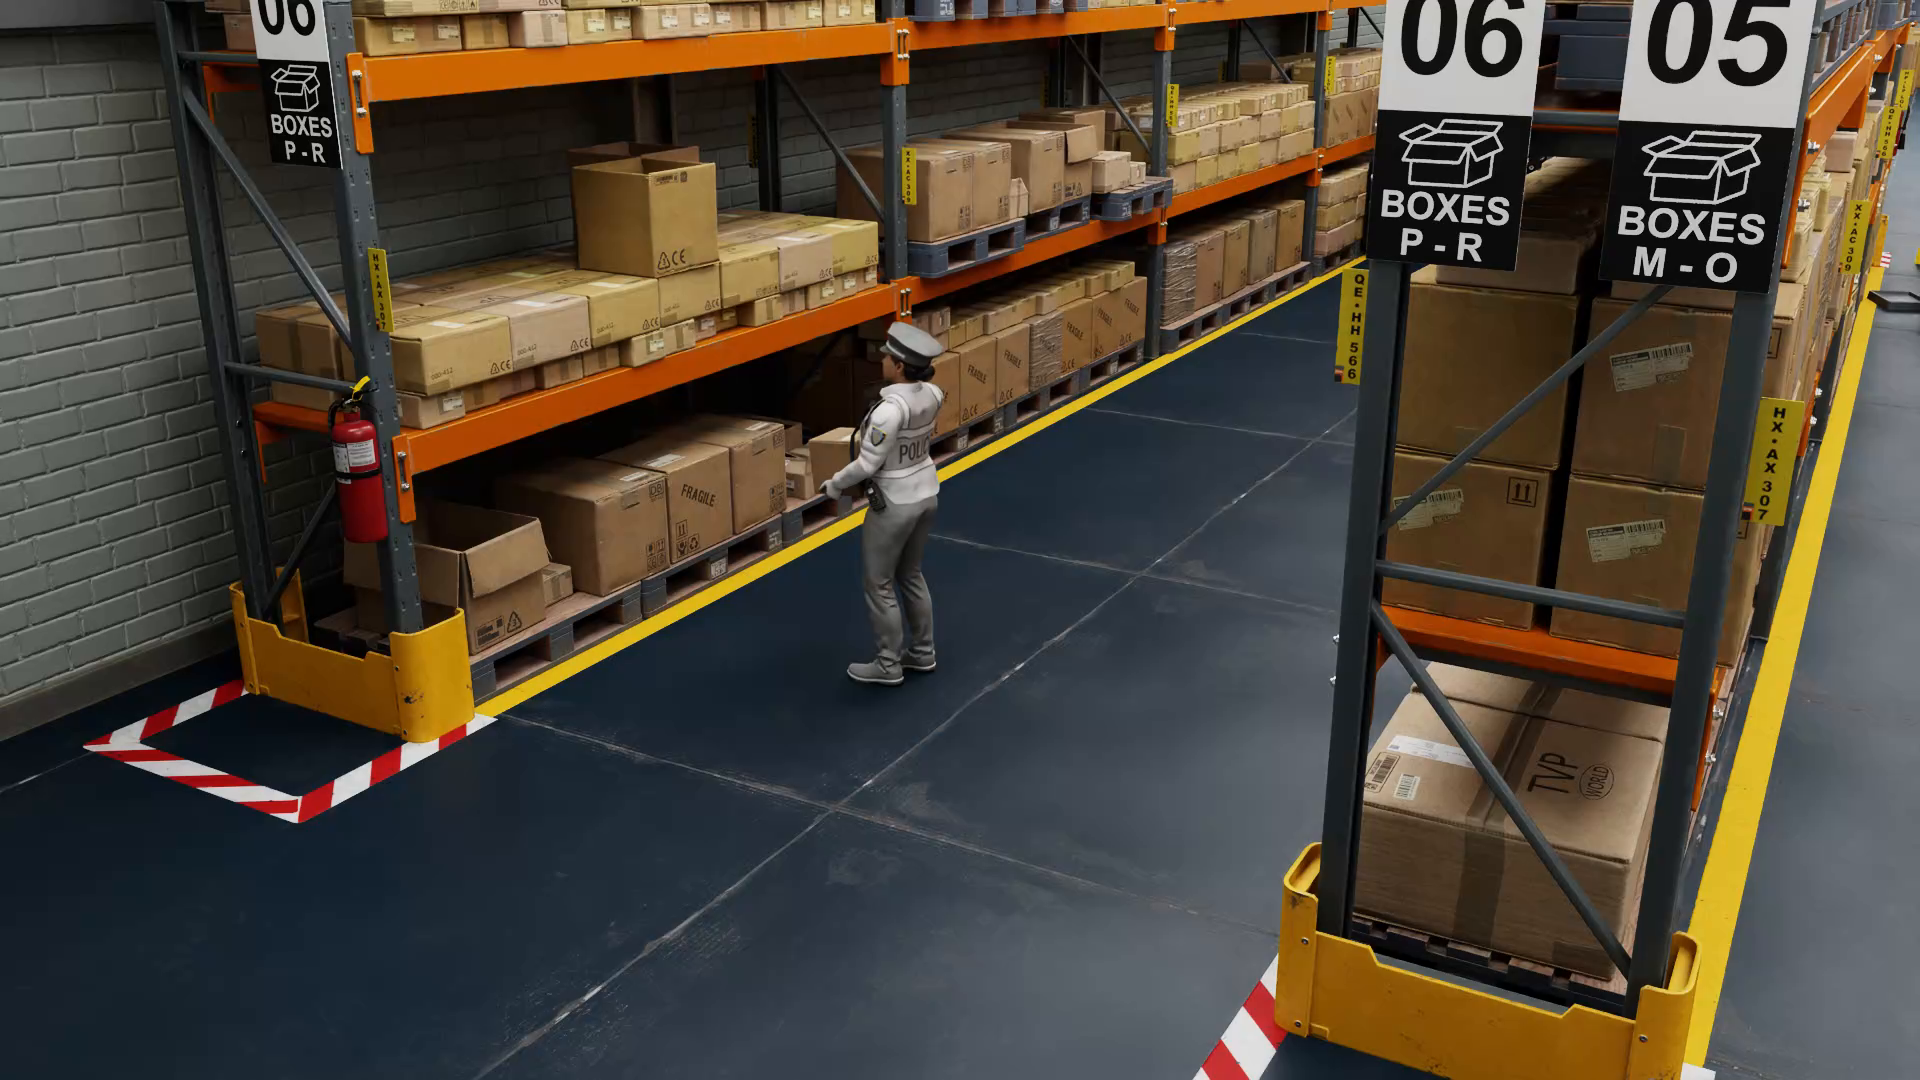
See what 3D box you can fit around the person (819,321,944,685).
[{"bbox_3d":[-0.328,-0.167,7.504,0.556,1.686,0.459,11,22,28],"label":"person"}]
